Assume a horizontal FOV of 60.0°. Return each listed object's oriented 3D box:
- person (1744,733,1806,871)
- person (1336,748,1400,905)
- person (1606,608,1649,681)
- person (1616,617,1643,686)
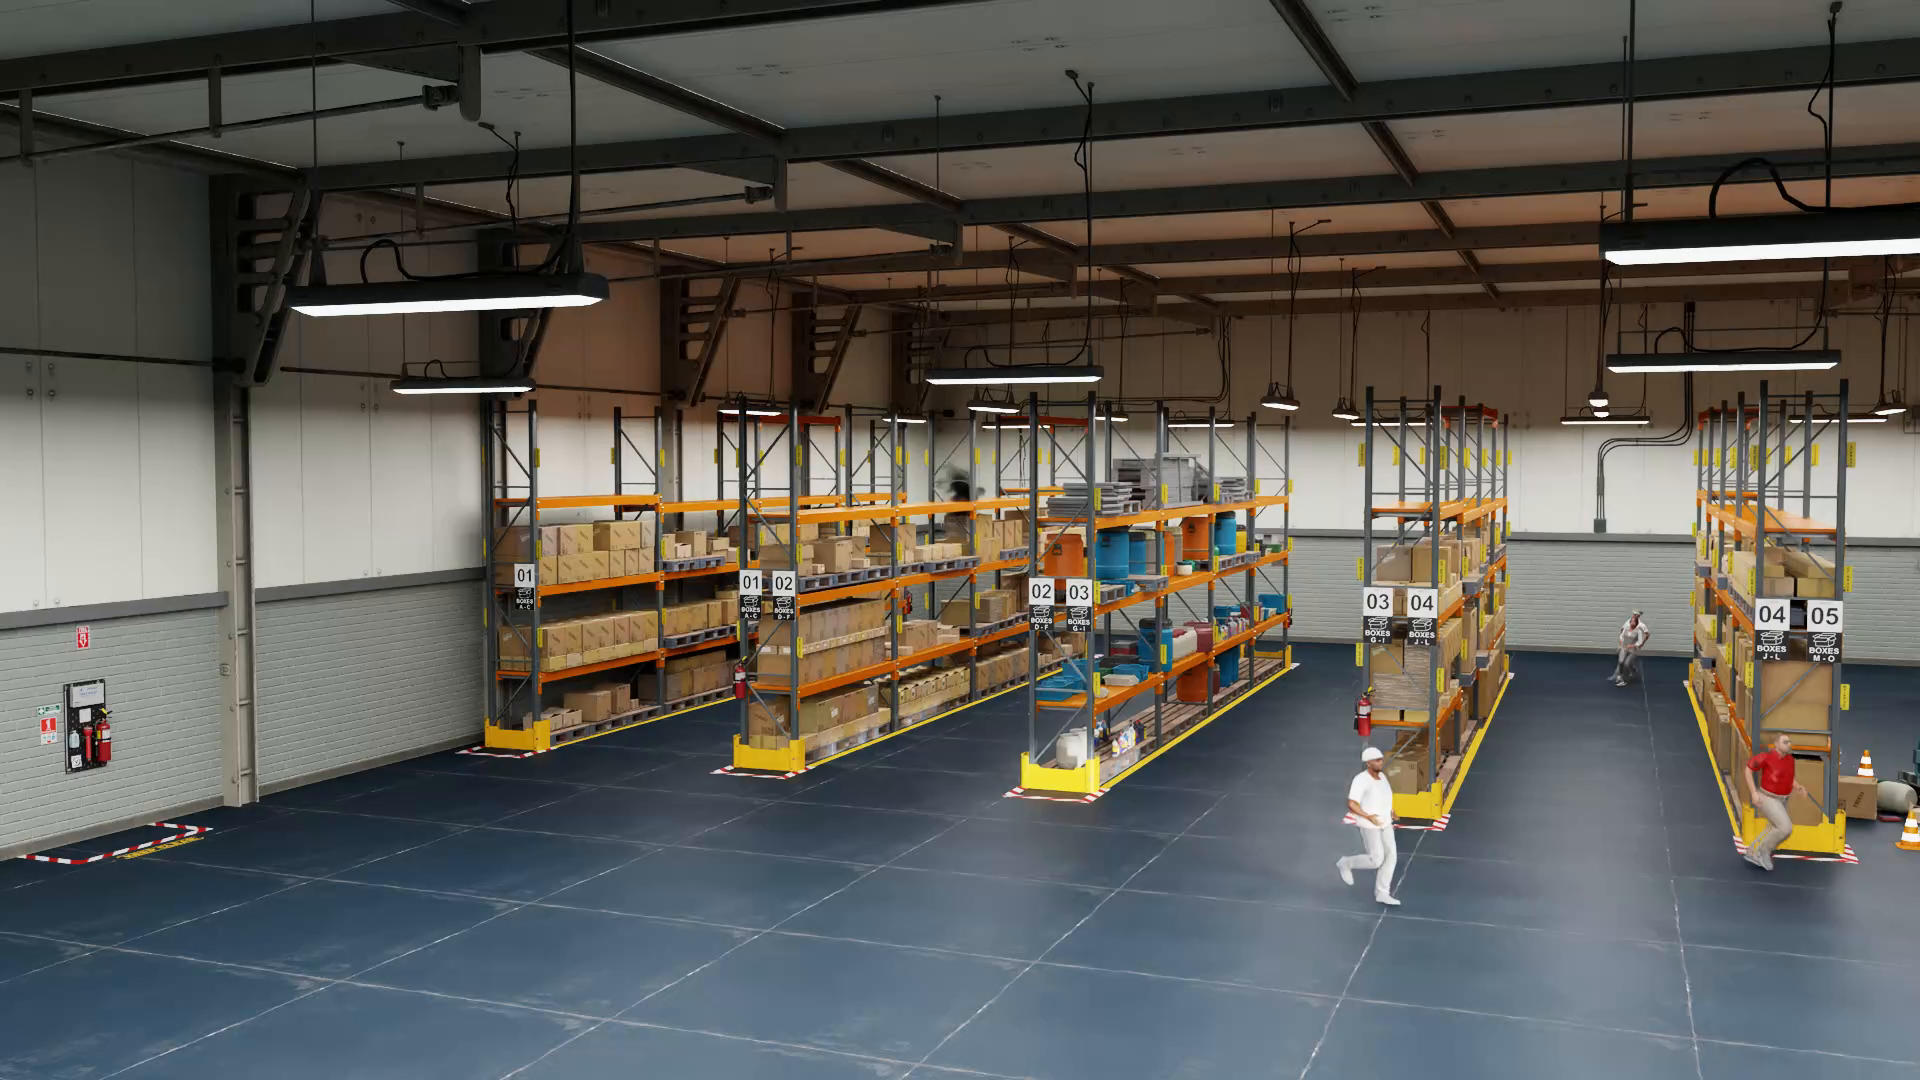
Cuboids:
[{"bbox_3d":[9.868,3.163,20.141,0.582,1.673,0.780,-2,3,-29],"label":"person"},{"bbox_3d":[4.658,3.208,18.797,0.698,1.735,0.787,-2,4,-41],"label":"person"},{"bbox_3d":[14.900,2.332,37.079,0.887,1.630,0.634,-1,3,-18],"label":"person"},{"bbox_3d":[14.601,2.437,36.291,0.548,1.534,0.560,2,4,38],"label":"person"}]
